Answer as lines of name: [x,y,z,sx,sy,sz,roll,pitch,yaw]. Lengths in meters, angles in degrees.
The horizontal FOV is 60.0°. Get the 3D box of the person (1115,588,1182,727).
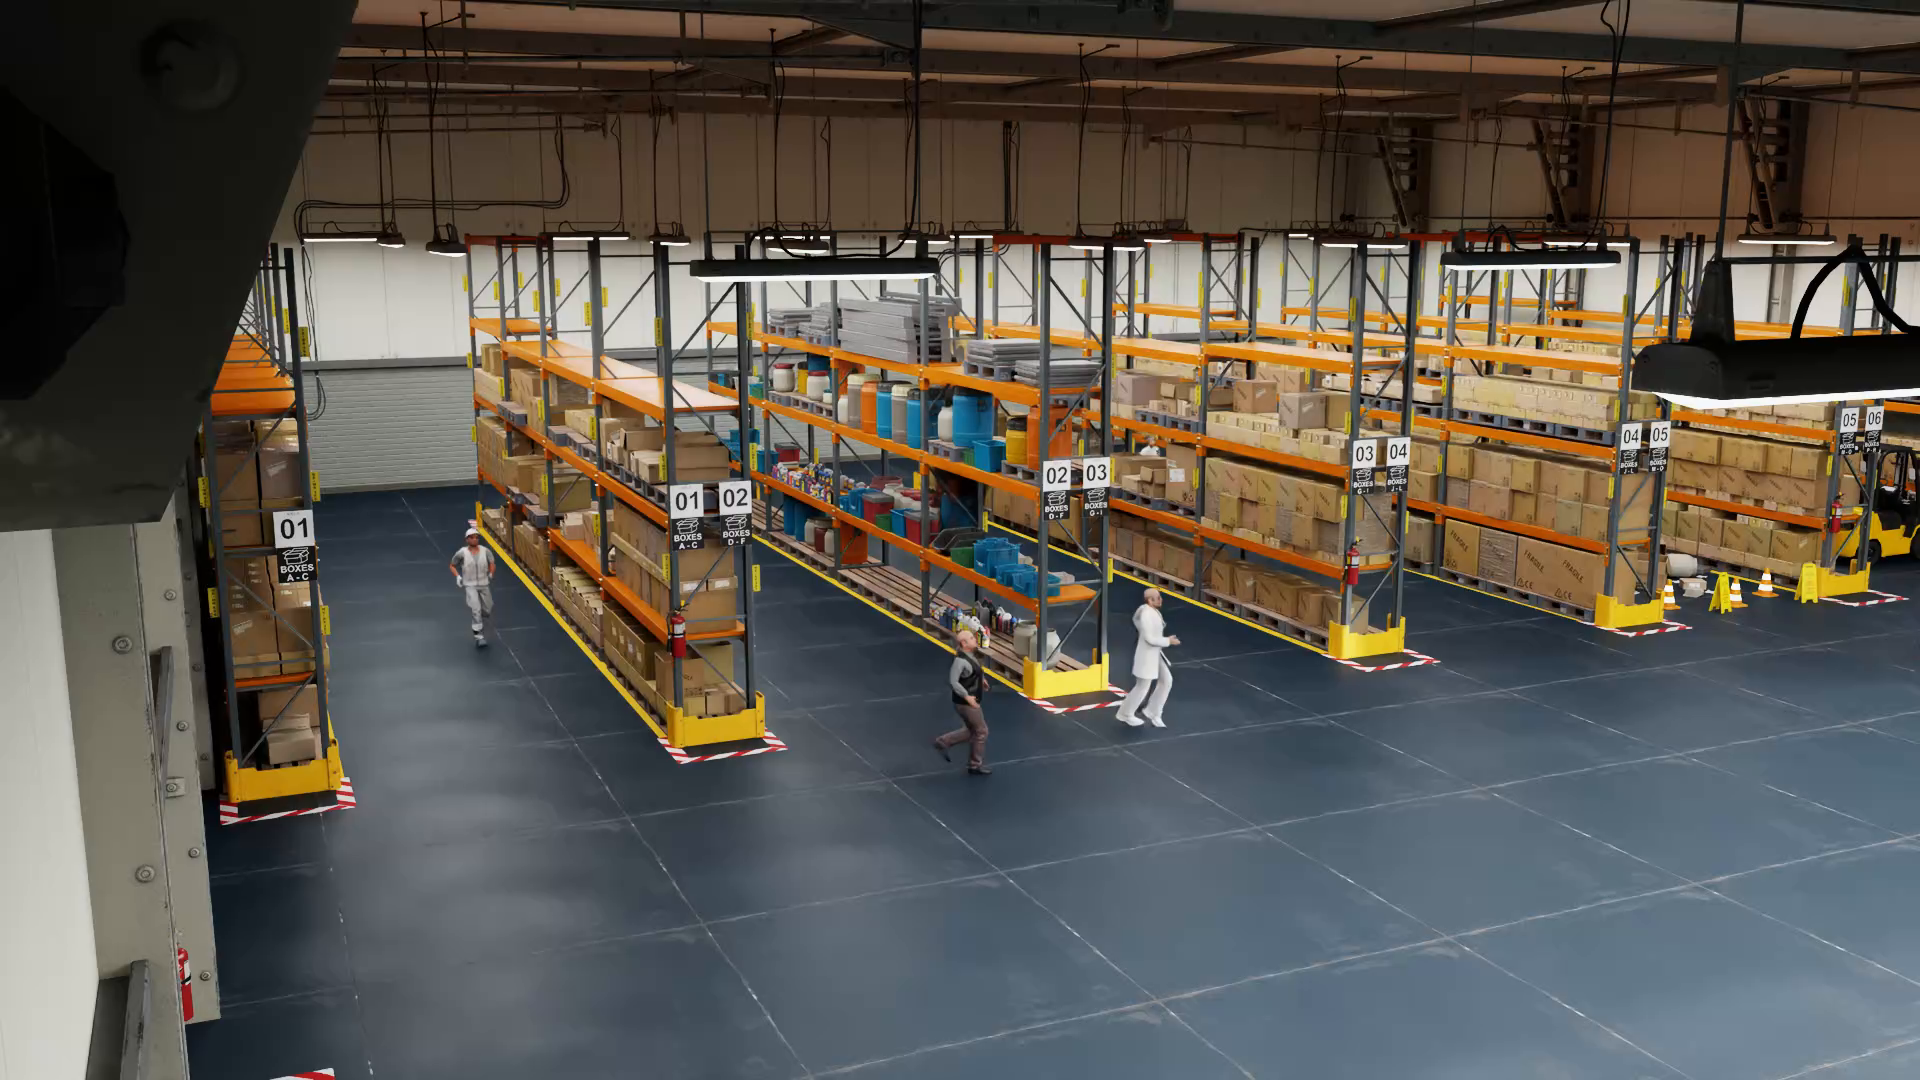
person: [2.376,1.501,20.843,0.814,1.849,0.731,3,11,16]

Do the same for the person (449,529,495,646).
person: [-7.293,0.689,24.996,0.663,1.748,0.780,-7,13,-31]

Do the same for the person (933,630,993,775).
person: [0.052,1.863,19.129,0.672,1.710,0.658,1,11,5]

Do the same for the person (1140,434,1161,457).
person: [4.226,-1.500,36.480,0.589,1.653,0.528,-4,12,-20]
